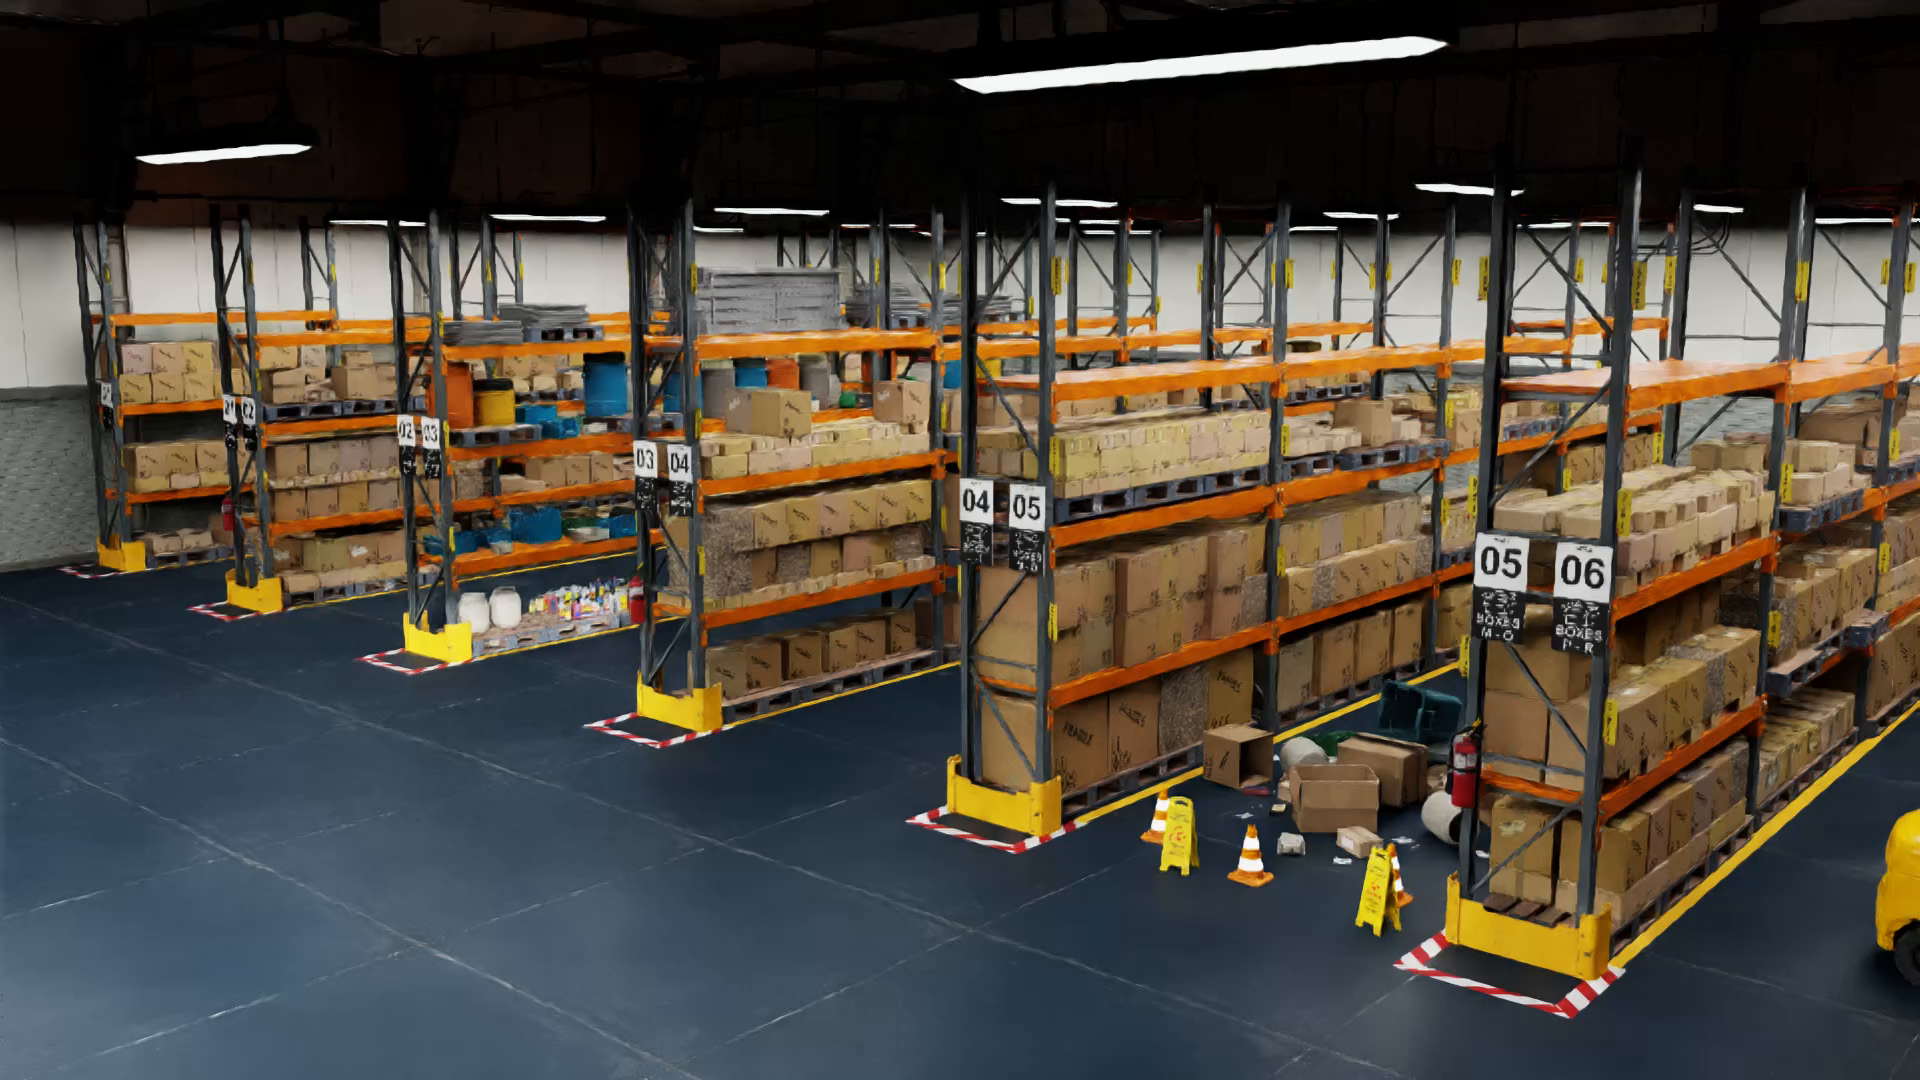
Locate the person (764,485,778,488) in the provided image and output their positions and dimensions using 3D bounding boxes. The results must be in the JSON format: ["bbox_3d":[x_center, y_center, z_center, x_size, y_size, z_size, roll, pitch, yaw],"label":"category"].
[{"bbox_3d":[-2.744,-0.039,24.512,0.465,1.731,0.598,3,10,16],"label":"person"}]
